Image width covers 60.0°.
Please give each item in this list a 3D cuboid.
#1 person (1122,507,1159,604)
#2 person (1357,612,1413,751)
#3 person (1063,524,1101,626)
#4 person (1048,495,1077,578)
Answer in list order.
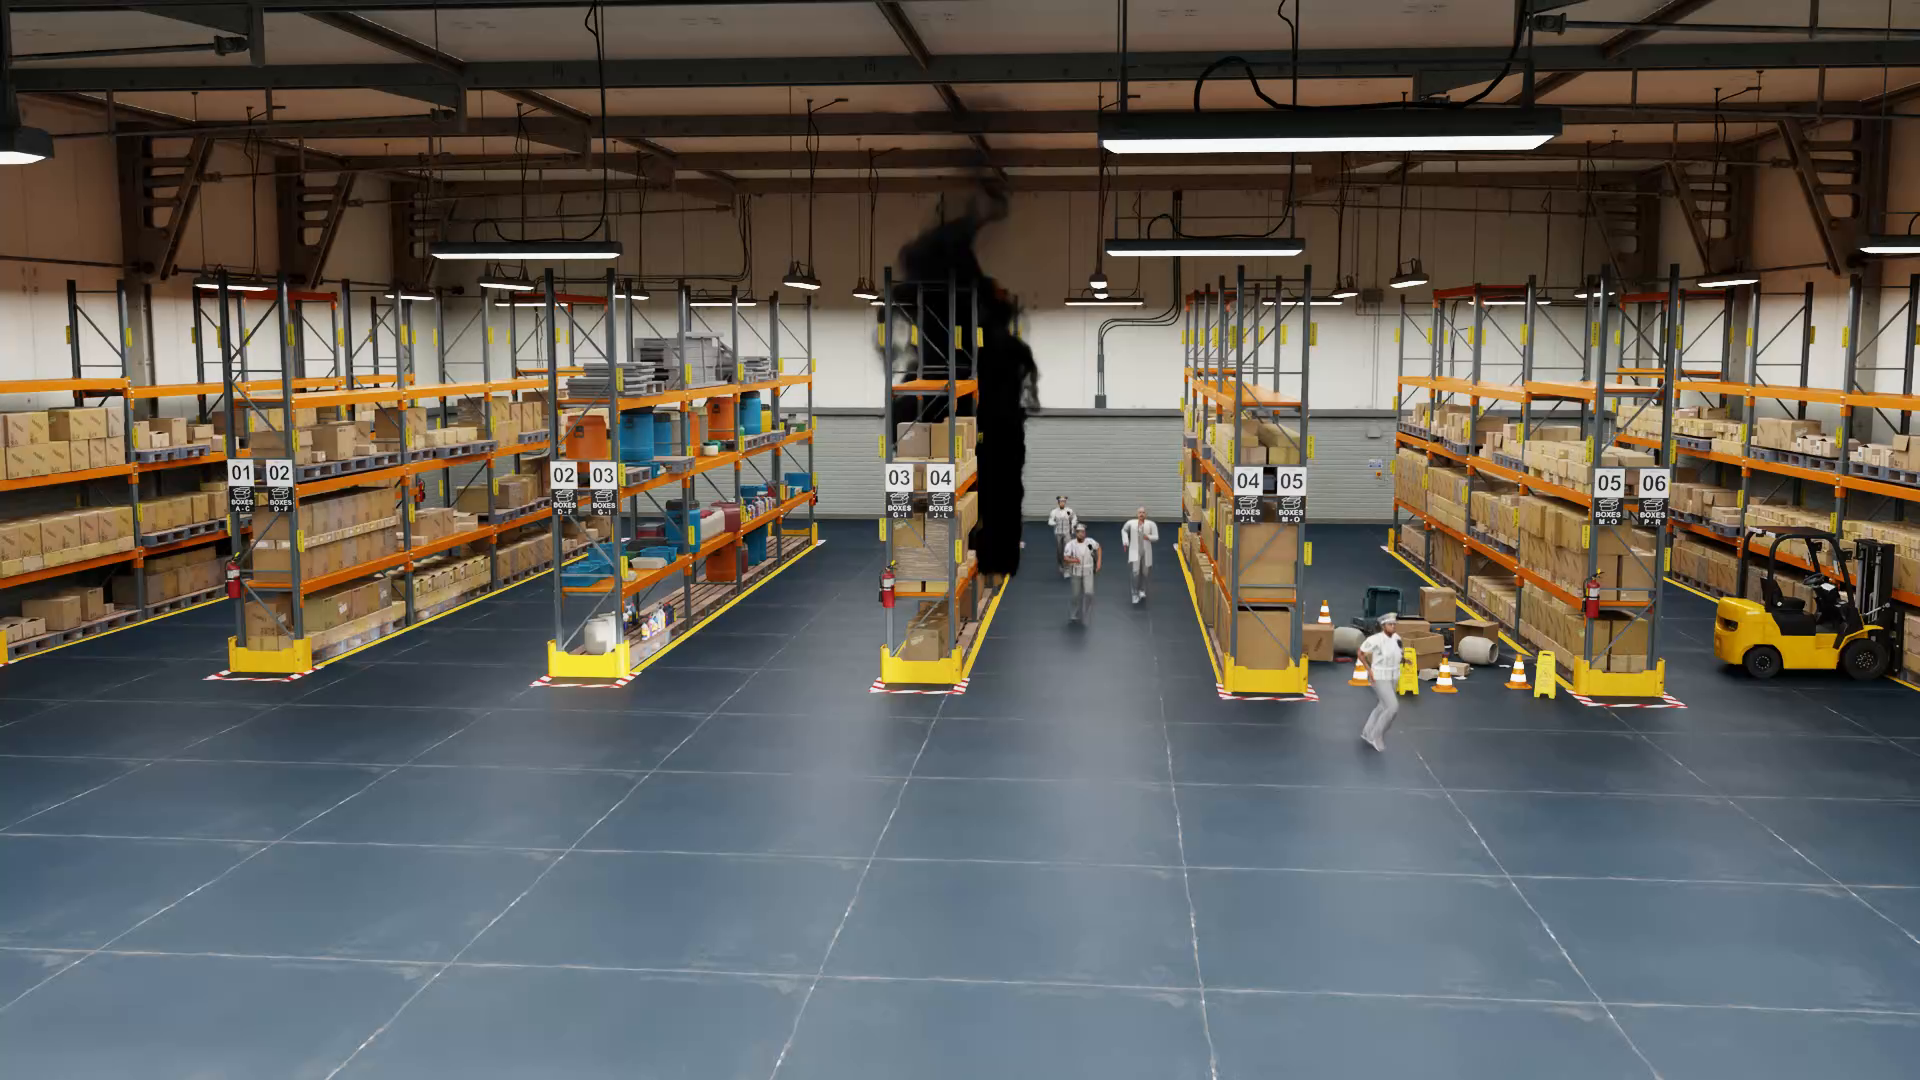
[{"bbox_3d":[3.429,0.291,31.607,0.669,1.849,0.835,0,7,0],"label":"person"},{"bbox_3d":[5.208,1.727,20.289,0.548,1.723,0.693,-4,8,-33],"label":"person"},{"bbox_3d":[2.141,0.599,29.103,0.674,1.808,0.896,0,7,1],"label":"person"},{"bbox_3d":[2.141,-0.086,35.039,0.565,1.753,0.778,1,7,5],"label":"person"}]
